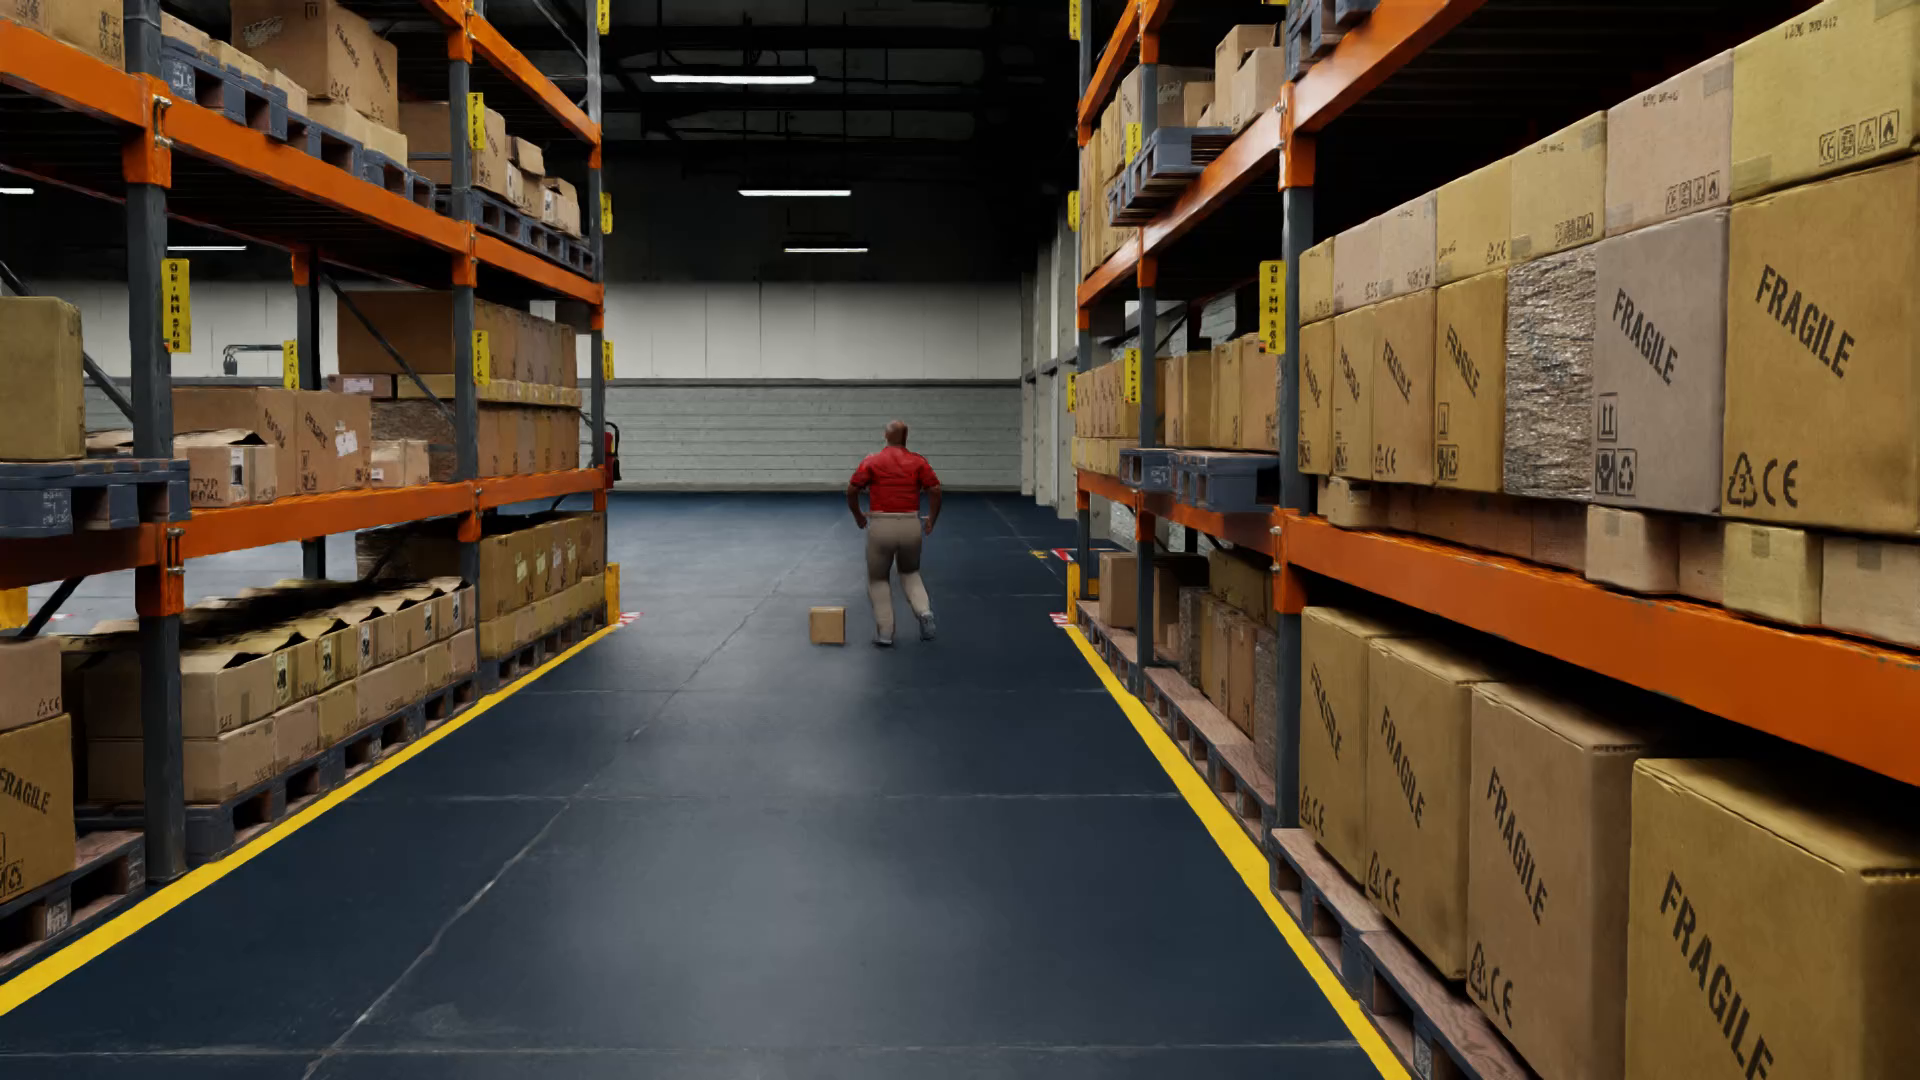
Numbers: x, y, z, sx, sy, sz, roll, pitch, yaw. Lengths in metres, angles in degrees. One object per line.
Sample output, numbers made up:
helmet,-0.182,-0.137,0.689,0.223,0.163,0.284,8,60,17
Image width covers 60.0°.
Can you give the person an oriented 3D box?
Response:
person,-0.521,-0.055,12.534,0.706,1.699,0.517,-1,4,-15
